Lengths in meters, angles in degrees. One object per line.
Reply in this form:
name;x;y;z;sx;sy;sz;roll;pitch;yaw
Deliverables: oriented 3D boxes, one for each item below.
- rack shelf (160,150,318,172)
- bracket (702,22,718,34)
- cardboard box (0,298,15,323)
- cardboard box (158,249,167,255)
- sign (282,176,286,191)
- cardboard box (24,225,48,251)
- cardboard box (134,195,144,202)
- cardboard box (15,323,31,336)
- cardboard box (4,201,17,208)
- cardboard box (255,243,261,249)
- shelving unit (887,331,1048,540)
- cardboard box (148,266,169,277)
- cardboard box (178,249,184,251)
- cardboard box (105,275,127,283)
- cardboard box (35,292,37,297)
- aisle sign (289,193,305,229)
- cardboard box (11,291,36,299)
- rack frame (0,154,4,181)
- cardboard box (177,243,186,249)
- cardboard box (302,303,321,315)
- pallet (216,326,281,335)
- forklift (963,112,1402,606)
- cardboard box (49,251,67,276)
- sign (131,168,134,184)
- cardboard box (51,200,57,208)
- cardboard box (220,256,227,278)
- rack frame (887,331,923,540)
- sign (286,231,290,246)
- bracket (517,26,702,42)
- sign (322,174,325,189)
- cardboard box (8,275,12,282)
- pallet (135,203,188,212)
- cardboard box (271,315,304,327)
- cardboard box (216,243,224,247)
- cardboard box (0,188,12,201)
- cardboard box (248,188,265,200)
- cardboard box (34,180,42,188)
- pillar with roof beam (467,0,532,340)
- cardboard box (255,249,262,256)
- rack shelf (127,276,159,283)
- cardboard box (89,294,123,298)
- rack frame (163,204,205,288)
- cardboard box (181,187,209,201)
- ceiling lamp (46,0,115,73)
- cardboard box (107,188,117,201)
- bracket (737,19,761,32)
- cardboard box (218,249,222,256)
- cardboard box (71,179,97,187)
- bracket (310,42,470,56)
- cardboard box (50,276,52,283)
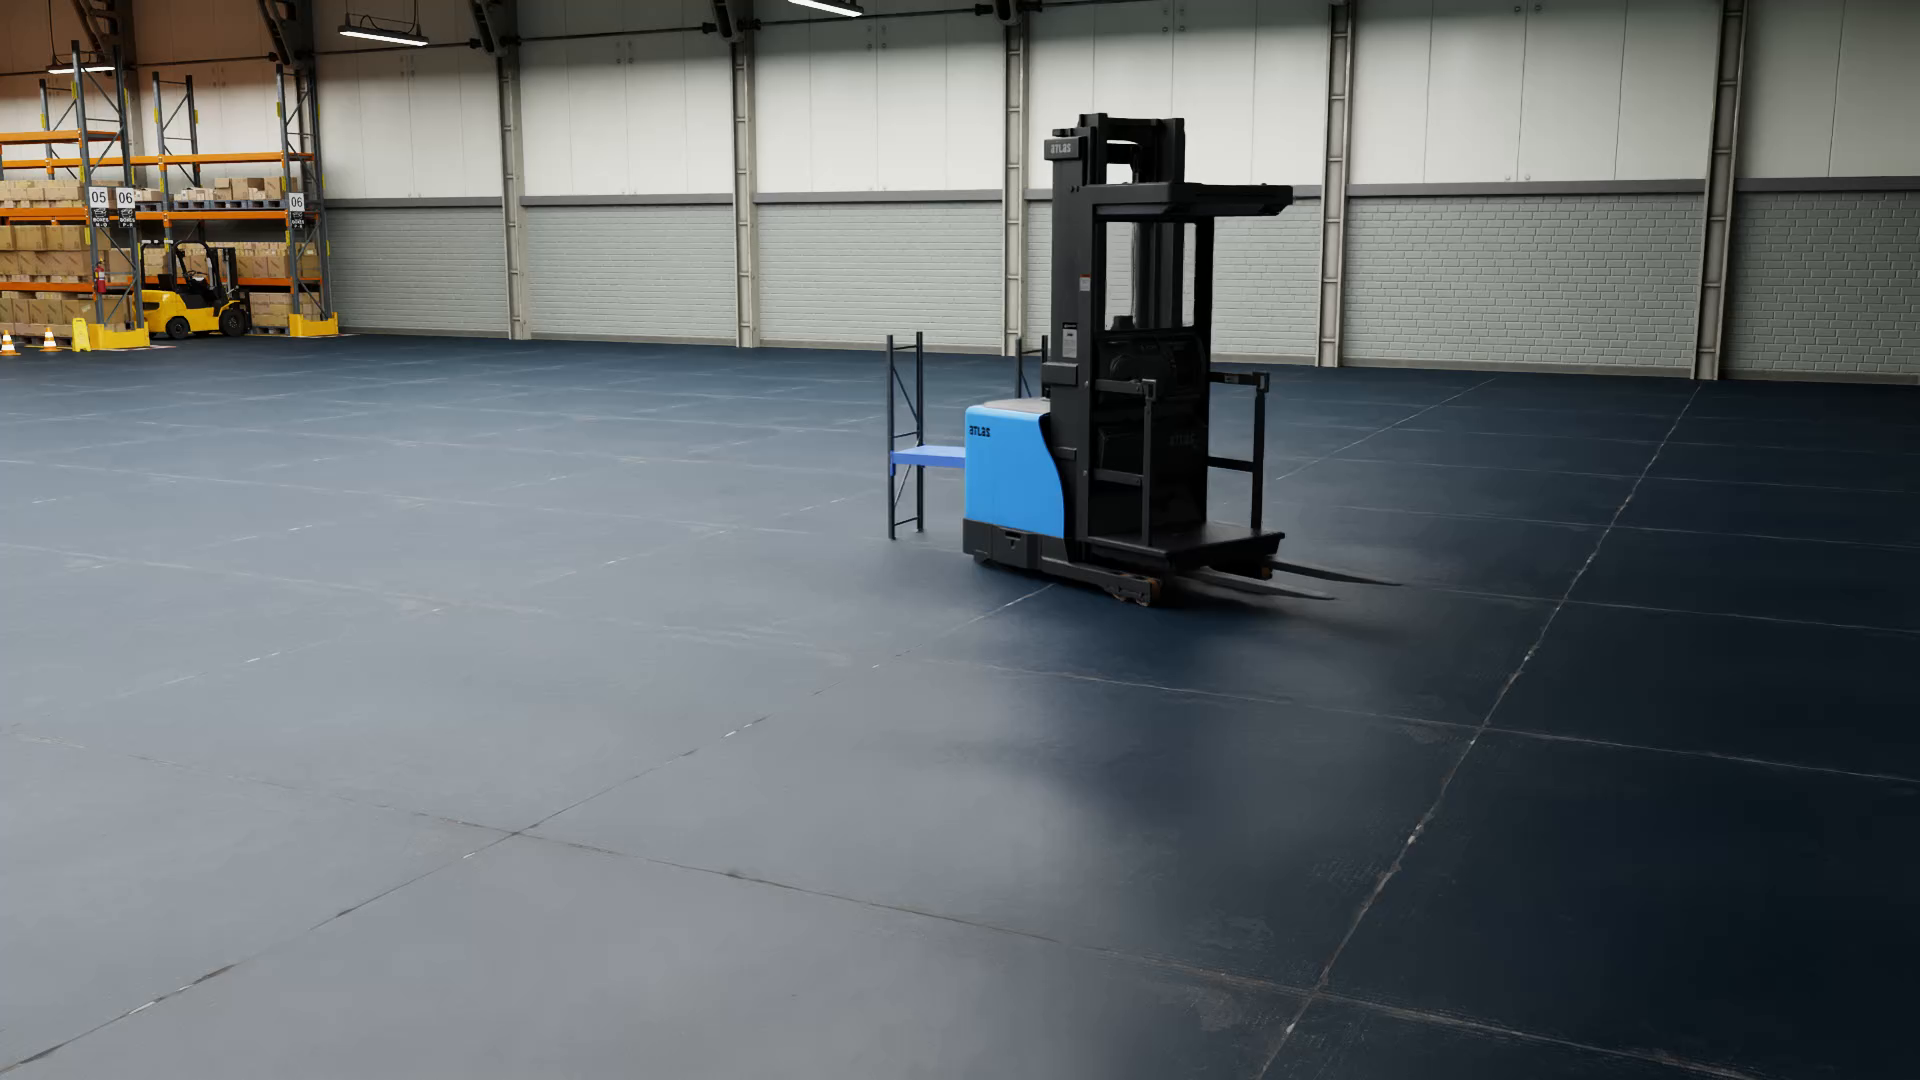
rack shelf;-16.676;-8.754;38.477;4.000;0.370;1.077;5;11;26
bracket;-4.876;-10.148;32.927;0.430;0.232;0.235;5;11;26
cardboard box;-19.768;-4.810;34.823;0.500;0.500;0.500;6;12;28
cardboard box;-18.874;-6.871;39.668;0.250;0.149;0.380;5;12;28
sign;-15.135;-7.983;37.229;0.005;0.325;0.100;5;11;26
cardboard box;-18.584;-6.160;33.922;0.500;0.500;0.700;5;11;25
cardboard box;-19.590;-8.157;39.702;0.250;0.149;0.380;5;11;26
cardboard box;-19.292;-4.400;34.661;0.500;0.250;0.500;5;11;25
cardboard box;-19.374;-6.891;34.165;0.250;0.149;0.380;5;11;25
cardboard box;-15.969;-6.767;38.261;0.250;0.149;0.380;5;11;26
shelving unit;0.052;-0.737;12.090;1.048;1.500;0.538;5;11;26
cardboard box;-19.038;-6.435;39.784;0.500;0.250;0.500;5;12;27
cardboard box;-18.300;-6.812;39.344;0.250;0.149;0.380;5;11;25
cardboard box;-17.289;-5.339;34.012;0.250;0.149;0.380;5;11;26
cardboard box;-23.087;-6.165;41.888;0.250;0.149;0.380;5;11;24
aisle sign;-14.954;-7.423;37.521;0.004;0.787;0.394;5;11;26
cardboard box;-19.463;-5.090;34.544;0.250;0.149;0.380;6;12;29
rack frame;-20.663;-8.670;34.866;0.127;3.000;1.000;5;11;26
cardboard box;-18.315;-6.953;39.288;0.250;0.149;0.380;5;12;27
cardboard box;-15.212;-5.365;38.591;0.500;0.250;0.500;5;12;27
pallet;-16.677;-4.973;39.117;1.213;0.211;1.003;5;11;26
forklift;1.340;-1.143;10.318;1.130;2.935;3.031;-8;13;-38
cardboard box;-18.131;-5.637;33.839;0.500;0.500;0.500;5;11;26
sign;-16.836;-7.395;33.793;0.005;0.325;0.100;5;11;26
cardboard box;-18.178;-6.810;33.717;0.250;0.149;0.380;5;11;26
cardboard box;-16.817;-6.362;38.680;0.500;0.500;0.500;5;11;26
rack frame;-0.403;-0.777;12.312;0.032;1.500;0.500;5;11;26
sign;-15.135;-6.796;37.443;0.005;0.325;0.100;5;11;26
bracket;-7.187;-10.351;34.049;4.783;0.066;0.076;5;11;26
sign;-14.632;-8.229;38.176;0.005;0.325;0.100;5;11;26
cardboard box;-19.562;-5.449;34.623;0.250;0.149;0.380;5;11;26
pallet;-19.267;-7.960;39.905;1.217;0.209;0.805;5;11;24
cardboard box;-15.444;-5.036;38.174;0.500;0.250;0.500;5;11;26
cardboard box;-17.125;-6.864;38.797;0.250;0.149;0.380;5;11;26
cardboard box;-19.479;-7.107;34.241;0.500;0.250;0.500;5;11;26
cardboard box;-15.988;-7.898;37.942;0.258;0.266;0.396;5;11;26
cardboard box;-18.605;-7.244;33.876;0.250;0.149;0.380;5;11;24
pillar with roof beam;-11.632;-8.186;32.193;0.548;9.000;9.100;5;11;26
cardboard box;-15.983;-6.614;38.247;0.250;0.149;0.380;5;11;25
rack shelf;-20.263;-6.314;40.717;4.000;0.370;1.077;5;11;26
cardboard box;-20.914;-5.763;41.137;0.625;0.625;0.875;5;12;28
rack frame;-18.470;-6.511;39.782;0.127;3.000;1.000;5;11;26
cardboard box;-17.832;-8.094;38.899;0.500;0.311;0.500;5;12;27
ceiling lamp;-19.318;-11.973;36.728;2.000;3.185;0.800;5;11;26
cardboard box;-17.409;-7.033;33.832;0.500;0.250;0.500;5;11;25
bracket;-4.132;-10.083;32.565;0.430;0.232;0.235;5;11;26
cardboard box;-17.165;-6.707;38.762;0.250;0.149;0.380;5;11;24
cardboard box;-17.510;-7.127;33.230;0.250;0.149;0.380;5;11;26
bracket;-12.567;-10.824;36.661;4.783;0.066;0.076;5;11;26
cardboard box;-18.414;-5.358;34.119;0.250;0.149;0.380;5;11;27
